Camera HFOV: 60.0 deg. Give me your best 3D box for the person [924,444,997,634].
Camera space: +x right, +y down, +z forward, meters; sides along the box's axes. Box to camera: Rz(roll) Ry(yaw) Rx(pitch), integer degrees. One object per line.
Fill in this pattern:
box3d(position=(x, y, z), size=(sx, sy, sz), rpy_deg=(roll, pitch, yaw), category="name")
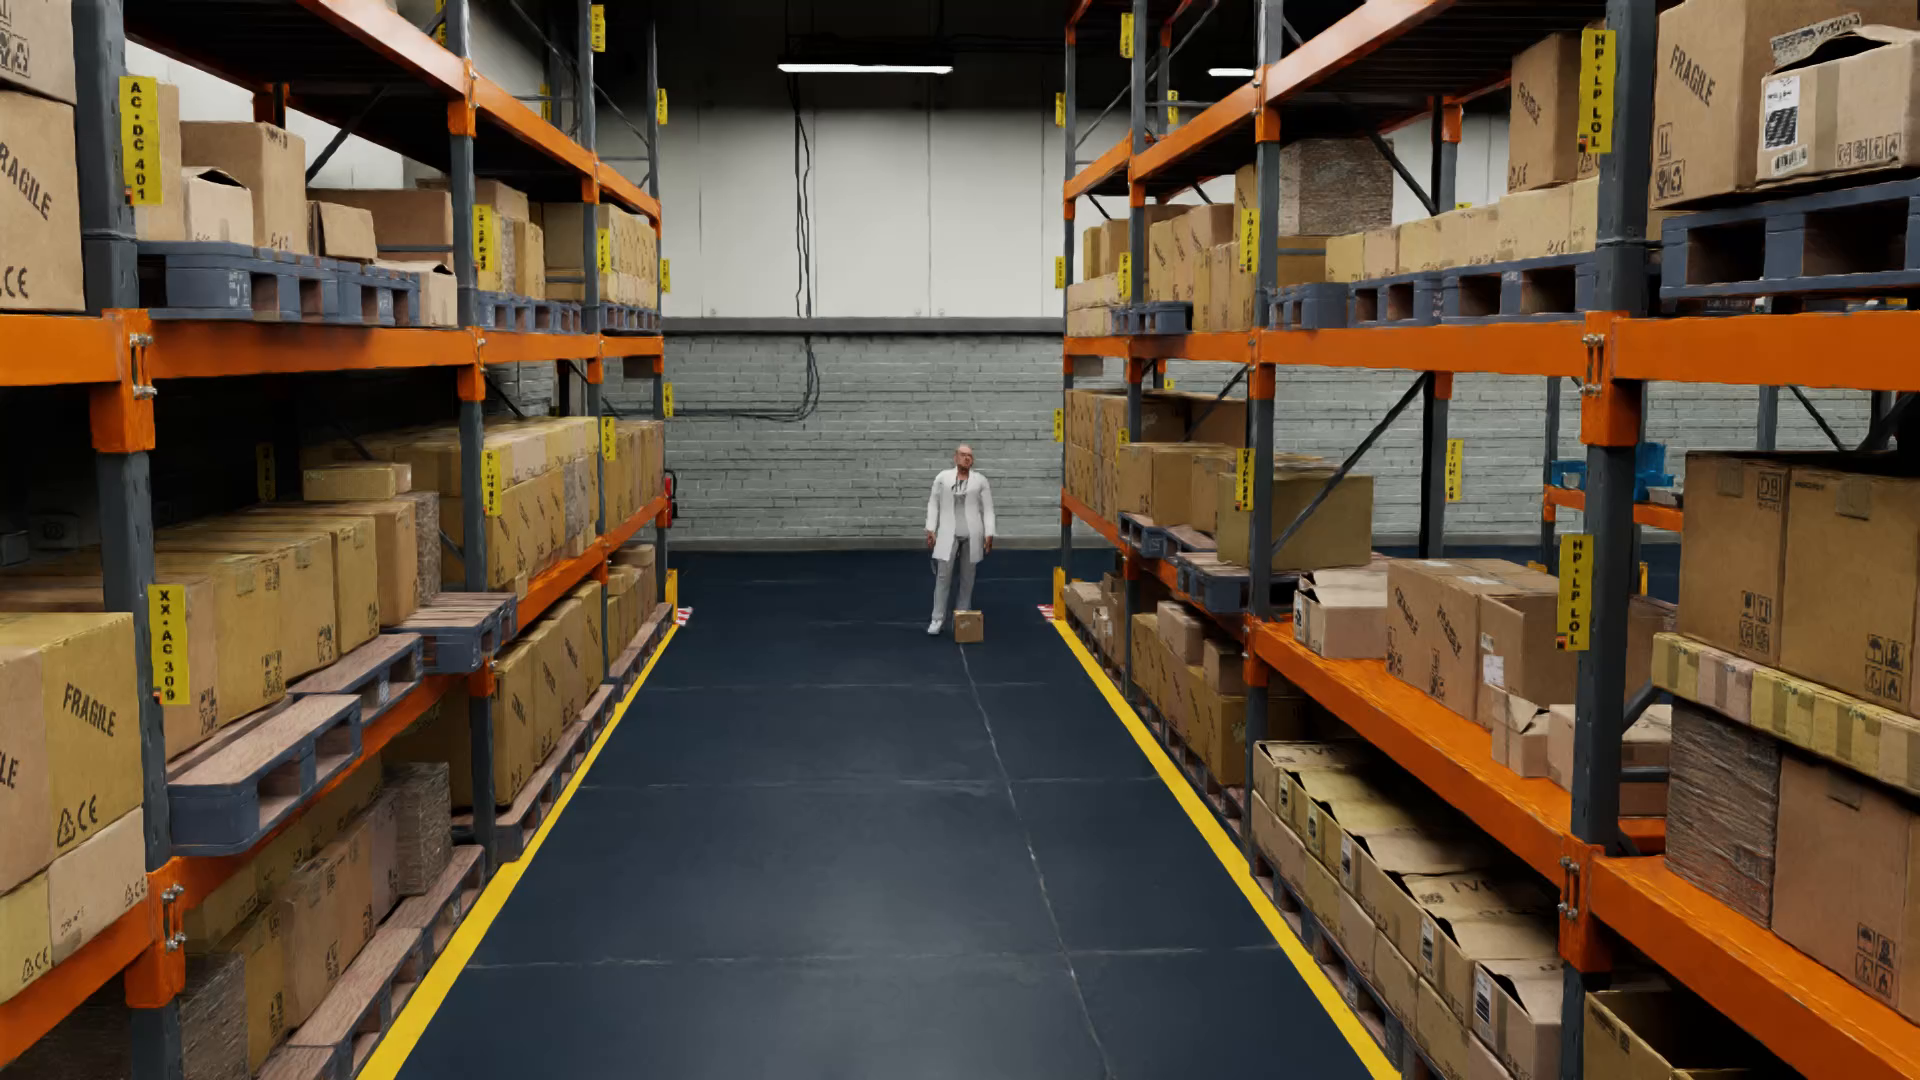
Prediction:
box3d(position=(0.008, -0.016, 15.856), size=(0.694, 1.775, 0.582), rpy_deg=(0, 7, -2), category="person")
